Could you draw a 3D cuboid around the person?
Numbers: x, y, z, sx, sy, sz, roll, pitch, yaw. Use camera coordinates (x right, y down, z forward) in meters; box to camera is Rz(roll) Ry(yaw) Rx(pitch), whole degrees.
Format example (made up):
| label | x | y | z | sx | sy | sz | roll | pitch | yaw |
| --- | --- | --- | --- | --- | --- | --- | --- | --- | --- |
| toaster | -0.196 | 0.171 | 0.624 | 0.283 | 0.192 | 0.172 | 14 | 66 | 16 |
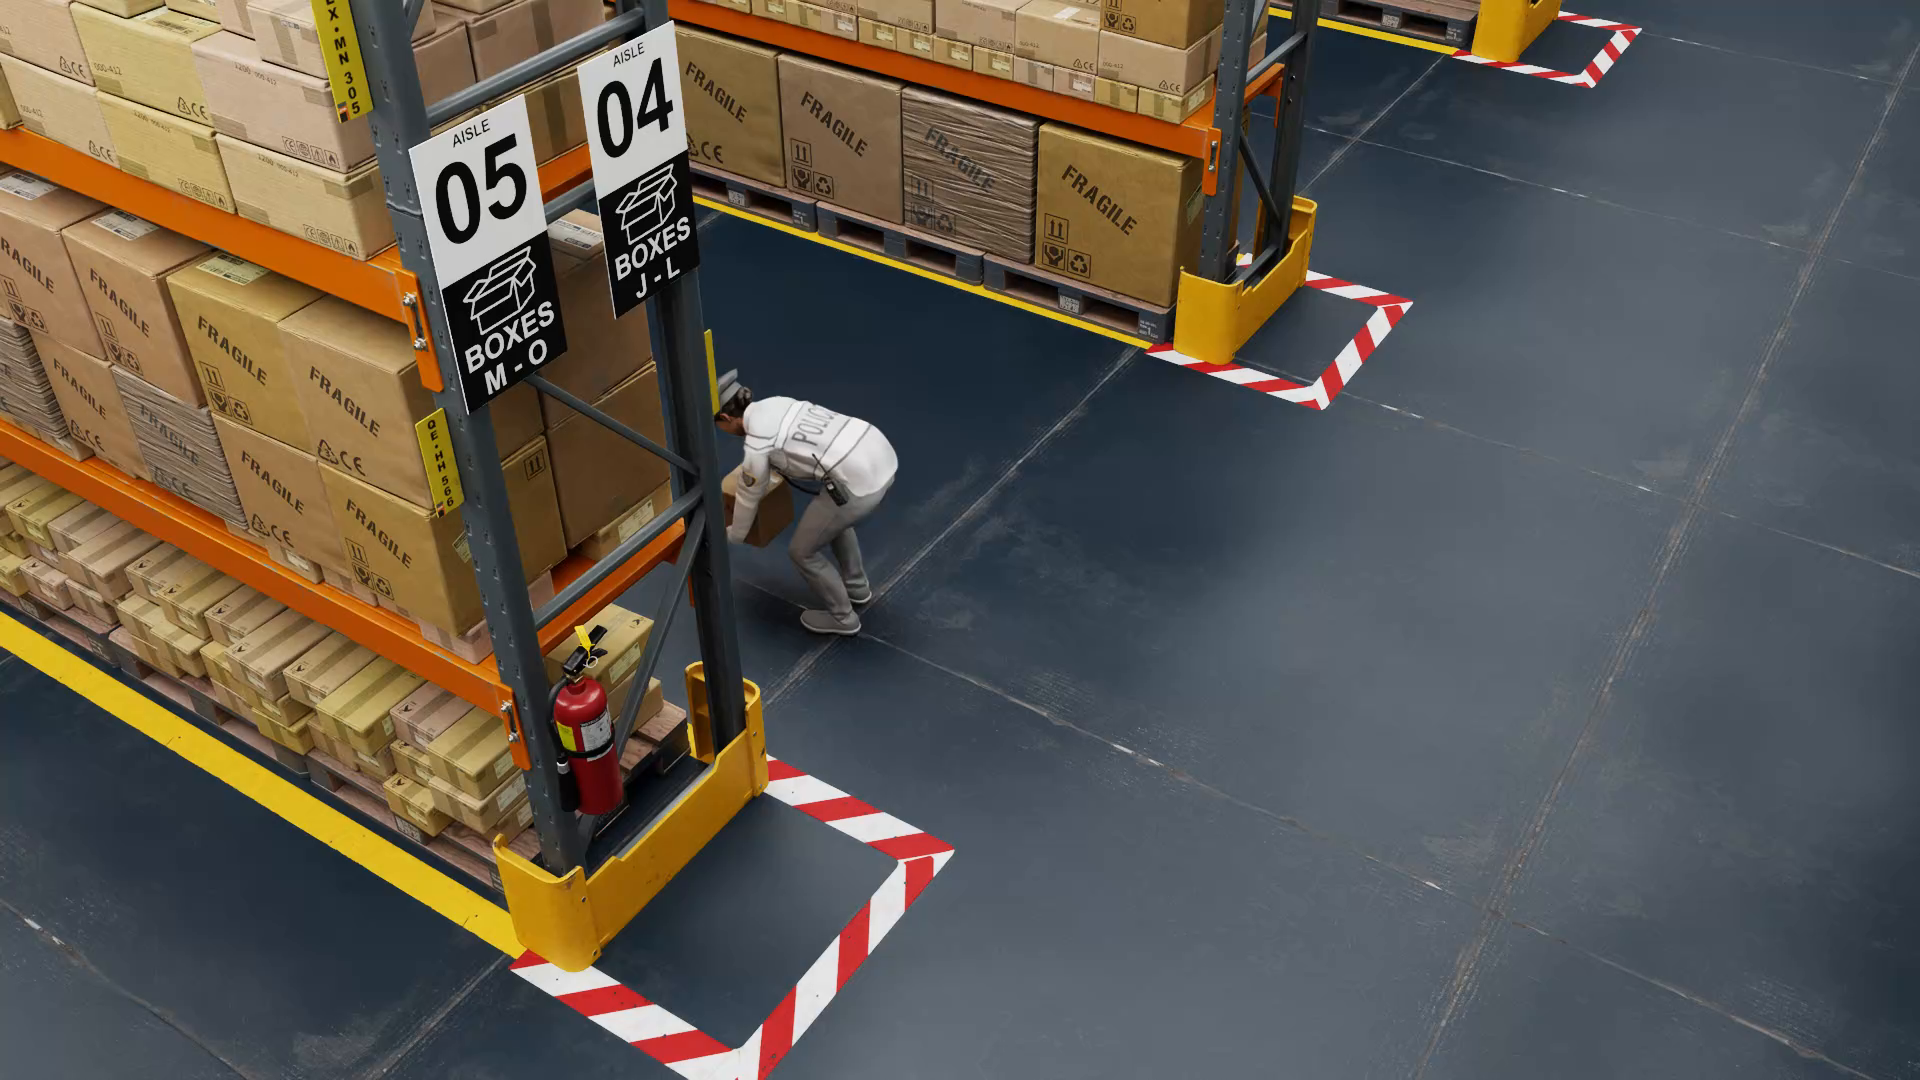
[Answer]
| label | x | y | z | sx | sy | sz | roll | pitch | yaw |
| --- | --- | --- | --- | --- | --- | --- | --- | --- | --- |
| person | -0.717 | -0.172 | 7.291 | 0.911 | 1.172 | 0.430 | 13 | 41 | 16 |
